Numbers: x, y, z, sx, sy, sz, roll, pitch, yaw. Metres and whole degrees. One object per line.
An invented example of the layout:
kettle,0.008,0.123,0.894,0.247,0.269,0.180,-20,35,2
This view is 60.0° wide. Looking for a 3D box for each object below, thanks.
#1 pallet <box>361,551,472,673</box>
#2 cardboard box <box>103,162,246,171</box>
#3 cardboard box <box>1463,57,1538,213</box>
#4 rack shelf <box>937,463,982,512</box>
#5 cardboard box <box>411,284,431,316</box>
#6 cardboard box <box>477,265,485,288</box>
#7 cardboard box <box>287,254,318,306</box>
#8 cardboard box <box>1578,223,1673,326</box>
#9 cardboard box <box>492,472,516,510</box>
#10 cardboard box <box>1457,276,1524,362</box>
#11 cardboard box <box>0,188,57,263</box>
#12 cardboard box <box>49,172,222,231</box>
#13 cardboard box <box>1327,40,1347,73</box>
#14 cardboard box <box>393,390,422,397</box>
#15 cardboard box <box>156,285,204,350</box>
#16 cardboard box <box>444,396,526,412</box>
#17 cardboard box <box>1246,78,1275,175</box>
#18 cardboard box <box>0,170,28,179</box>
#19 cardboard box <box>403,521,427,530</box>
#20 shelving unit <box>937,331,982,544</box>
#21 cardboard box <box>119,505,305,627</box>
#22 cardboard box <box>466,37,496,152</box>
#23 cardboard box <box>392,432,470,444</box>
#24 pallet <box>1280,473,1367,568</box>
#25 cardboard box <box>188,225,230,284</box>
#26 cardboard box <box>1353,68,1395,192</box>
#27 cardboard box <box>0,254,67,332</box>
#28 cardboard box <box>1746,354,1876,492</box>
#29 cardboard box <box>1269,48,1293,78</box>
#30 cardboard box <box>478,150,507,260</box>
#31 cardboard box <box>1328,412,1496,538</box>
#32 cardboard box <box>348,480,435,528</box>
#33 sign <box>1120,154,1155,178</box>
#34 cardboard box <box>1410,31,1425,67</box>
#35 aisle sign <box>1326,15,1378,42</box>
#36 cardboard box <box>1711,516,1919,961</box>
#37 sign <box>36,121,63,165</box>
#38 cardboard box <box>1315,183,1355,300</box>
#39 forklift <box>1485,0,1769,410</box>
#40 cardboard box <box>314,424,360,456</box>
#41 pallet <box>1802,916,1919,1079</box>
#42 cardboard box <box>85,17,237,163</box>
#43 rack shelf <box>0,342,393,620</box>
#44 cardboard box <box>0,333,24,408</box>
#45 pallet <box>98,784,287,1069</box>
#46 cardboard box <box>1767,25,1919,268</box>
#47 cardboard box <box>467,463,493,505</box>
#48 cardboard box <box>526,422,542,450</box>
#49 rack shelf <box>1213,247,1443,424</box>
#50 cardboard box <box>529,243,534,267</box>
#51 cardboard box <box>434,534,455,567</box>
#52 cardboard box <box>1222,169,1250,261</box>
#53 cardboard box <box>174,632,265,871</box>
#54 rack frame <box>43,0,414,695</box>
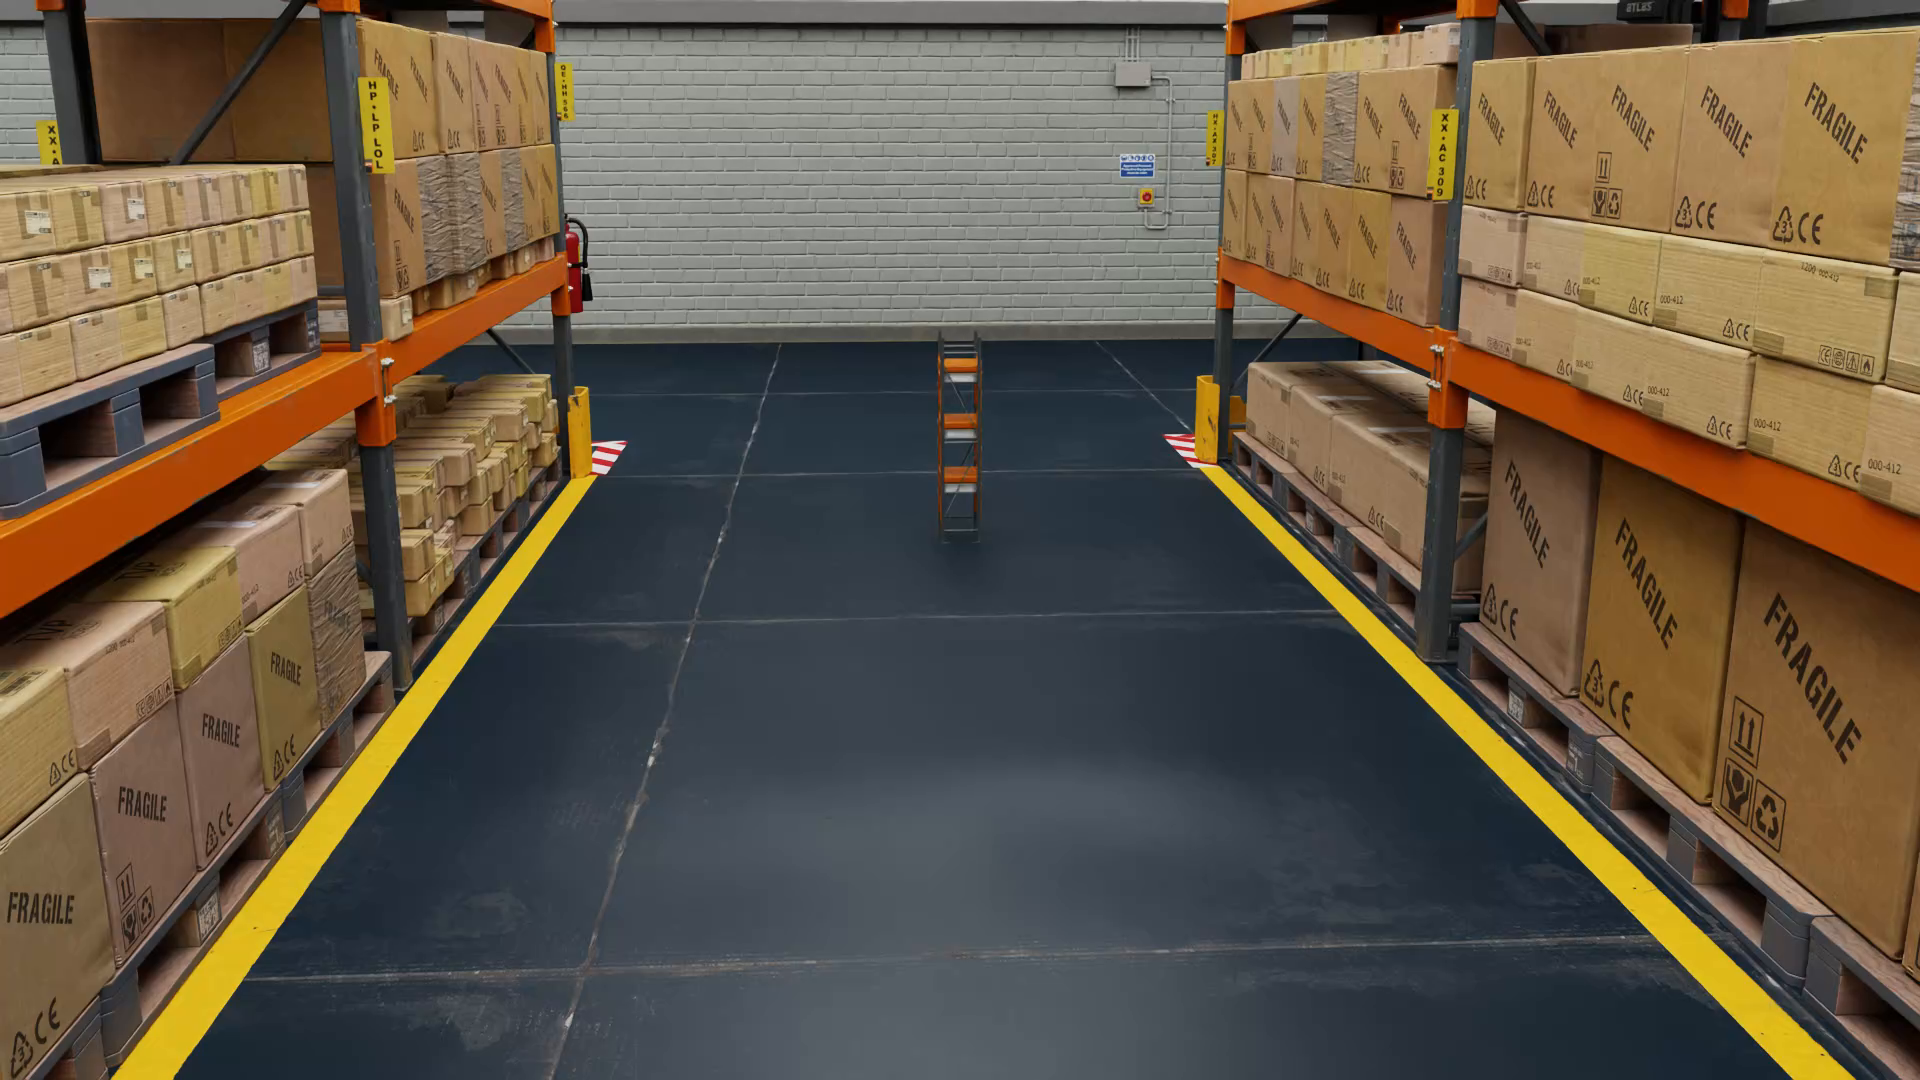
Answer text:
pallet,-2.670,0.306,6.914,1.003,0.211,1.213,-1,14,-3
cardboard box,-2.905,-1.187,6.321,0.500,0.500,0.500,-1,14,-3
cardboard box,2.082,-1.399,5.735,0.500,0.500,0.500,-1,14,-3
rack shelf,-0.003,-0.242,8.519,0.215,0.259,0.240,-1,14,-3
cardboard box,-2.454,-1.028,7.007,0.380,0.149,0.250,-2,15,-6
cardboard box,-2.514,-1.287,8.013,0.380,0.149,0.250,-1,14,-2
cardboard box,-2.371,-0.864,5.527,0.380,0.149,0.250,-1,14,-5
cardboard box,2.152,-0.780,4.837,0.500,0.250,0.500,-1,14,-3
cardboard box,-2.449,-0.247,8.344,0.380,0.149,0.250,-1,14,-2
cardboard box,2.105,-0.794,5.892,0.500,0.250,0.500,-1,14,-5
cardboard box,-2.263,-0.698,3.687,0.380,0.149,0.250,0,14,-2
cardboard box,-2.325,-0.955,4.685,0.380,0.149,0.250,-1,14,-4
cardboard box,1.958,-2.278,7.851,0.380,0.149,0.250,-1,14,-3
cardboard box,-3.123,-0.717,8.978,0.380,0.149,0.250,-1,14,-4
cardboard box,-2.302,-0.606,4.524,0.380,0.149,0.250,-2,15,-6
cardboard box,-2.501,-0.665,8.775,0.380,0.149,0.250,-1,15,-6
cardboard box,1.878,-2.255,9.064,0.500,0.500,0.500,-1,14,-5
cardboard box,-2.991,-1.010,4.899,0.380,0.149,0.250,-1,14,-3
cardboard box,-2.401,-0.002,6.794,0.380,0.149,0.250,-1,14,-3
shelving unit,-0.003,-0.522,8.447,0.215,1.050,0.252,-1,14,-3
cardboard box,-2.276,0.075,4.883,0.500,0.250,0.500,0,14,-1
cardboard box,-2.456,-2.053,7.682,0.500,0.500,0.500,-1,14,-5
cardboard box,-2.503,-0.405,7.765,0.380,0.149,0.250,-1,15,-6
pallet,2.294,-0.124,8.584,1.003,0.211,1.213,-1,14,-3
cardboard box,-2.320,-0.813,4.730,0.380,0.149,0.250,-1,14,-5
cardboard box,2.013,-1.752,7.108,0.500,0.500,0.500,-1,14,-4
cardboard box,-2.256,-0.553,3.719,0.380,0.149,0.250,-1,14,-4
cardboard box,2.236,-0.286,3.921,0.500,0.250,0.500,-1,14,-4
cardboard box,1.862,-2.533,8.843,0.380,0.149,0.250,-1,14,-5
cardboard box,-2.468,-1.579,7.847,0.500,0.500,0.500,0,14,-1
cardboard box,2.353,-0.323,8.060,0.875,0.438,0.875,-1,14,-5
cardboard box,-2.365,-0.147,6.764,0.380,0.149,0.250,0,14,-1
sign,1.669,-3.522,15.652,0.327,0.218,0.001,-1,14,-3
cardboard box,2.091,-2.028,6.878,0.380,0.149,0.250,-1,14,-3
aisle sign,2.398,-3.256,9.945,0.394,0.787,0.004,-1,14,-3
cardboard box,2.578,0.446,4.195,0.875,0.875,0.875,-1,14,-3
sign,-3.134,-1.287,5.772,0.100,0.325,0.005,-1,14,-3
cardboard box,1.974,-1.392,7.717,0.500,0.500,0.500,-1,14,-4
forklift,4.700,-1.866,9.896,1.130,2.935,3.031,-8,16,-28
cardboard box,-2.935,-0.460,7.980,0.380,0.149,0.250,-1,14,-3
pallet,2.615,1.168,3.562,1.003,0.211,1.213,-1,14,-3
cardboard box,-2.892,-1.668,6.184,0.500,0.500,0.500,-1,14,-5
rack shelf,-2.469,-0.032,4.076,1.077,0.370,4.000,-1,14,-3
cardboard box,-2.242,-0.347,3.515,0.380,0.149,0.250,0,14,-2
pallet,-2.465,0.970,4.333,1.003,0.211,1.213,-1,14,-3
cardboard box,2.232,-0.893,3.771,0.500,0.500,0.500,-1,14,-3
cardboard box,-2.412,-0.261,7.804,0.380,0.149,0.250,-1,14,-4
cardboard box,-2.489,-0.584,9.057,0.380,0.149,0.250,-1,15,-6
rack shelf,2.217,-1.129,8.337,1.077,0.370,4.000,-1,14,-3
cardboard box,-2.530,-1.550,9.035,0.380,0.149,0.250,-1,14,-4
cardboard box,-2.379,0.076,7.088,0.380,0.149,0.250,-1,14,-4
cardboard box,1.837,-1.899,9.687,0.500,0.500,0.500,-1,14,-4
cardboard box,-2.237,0.564,4.487,0.500,0.500,0.500,-1,14,-5
rack frame,-2.593,-0.878,5.920,1.000,3.000,0.127,-1,14,-3
